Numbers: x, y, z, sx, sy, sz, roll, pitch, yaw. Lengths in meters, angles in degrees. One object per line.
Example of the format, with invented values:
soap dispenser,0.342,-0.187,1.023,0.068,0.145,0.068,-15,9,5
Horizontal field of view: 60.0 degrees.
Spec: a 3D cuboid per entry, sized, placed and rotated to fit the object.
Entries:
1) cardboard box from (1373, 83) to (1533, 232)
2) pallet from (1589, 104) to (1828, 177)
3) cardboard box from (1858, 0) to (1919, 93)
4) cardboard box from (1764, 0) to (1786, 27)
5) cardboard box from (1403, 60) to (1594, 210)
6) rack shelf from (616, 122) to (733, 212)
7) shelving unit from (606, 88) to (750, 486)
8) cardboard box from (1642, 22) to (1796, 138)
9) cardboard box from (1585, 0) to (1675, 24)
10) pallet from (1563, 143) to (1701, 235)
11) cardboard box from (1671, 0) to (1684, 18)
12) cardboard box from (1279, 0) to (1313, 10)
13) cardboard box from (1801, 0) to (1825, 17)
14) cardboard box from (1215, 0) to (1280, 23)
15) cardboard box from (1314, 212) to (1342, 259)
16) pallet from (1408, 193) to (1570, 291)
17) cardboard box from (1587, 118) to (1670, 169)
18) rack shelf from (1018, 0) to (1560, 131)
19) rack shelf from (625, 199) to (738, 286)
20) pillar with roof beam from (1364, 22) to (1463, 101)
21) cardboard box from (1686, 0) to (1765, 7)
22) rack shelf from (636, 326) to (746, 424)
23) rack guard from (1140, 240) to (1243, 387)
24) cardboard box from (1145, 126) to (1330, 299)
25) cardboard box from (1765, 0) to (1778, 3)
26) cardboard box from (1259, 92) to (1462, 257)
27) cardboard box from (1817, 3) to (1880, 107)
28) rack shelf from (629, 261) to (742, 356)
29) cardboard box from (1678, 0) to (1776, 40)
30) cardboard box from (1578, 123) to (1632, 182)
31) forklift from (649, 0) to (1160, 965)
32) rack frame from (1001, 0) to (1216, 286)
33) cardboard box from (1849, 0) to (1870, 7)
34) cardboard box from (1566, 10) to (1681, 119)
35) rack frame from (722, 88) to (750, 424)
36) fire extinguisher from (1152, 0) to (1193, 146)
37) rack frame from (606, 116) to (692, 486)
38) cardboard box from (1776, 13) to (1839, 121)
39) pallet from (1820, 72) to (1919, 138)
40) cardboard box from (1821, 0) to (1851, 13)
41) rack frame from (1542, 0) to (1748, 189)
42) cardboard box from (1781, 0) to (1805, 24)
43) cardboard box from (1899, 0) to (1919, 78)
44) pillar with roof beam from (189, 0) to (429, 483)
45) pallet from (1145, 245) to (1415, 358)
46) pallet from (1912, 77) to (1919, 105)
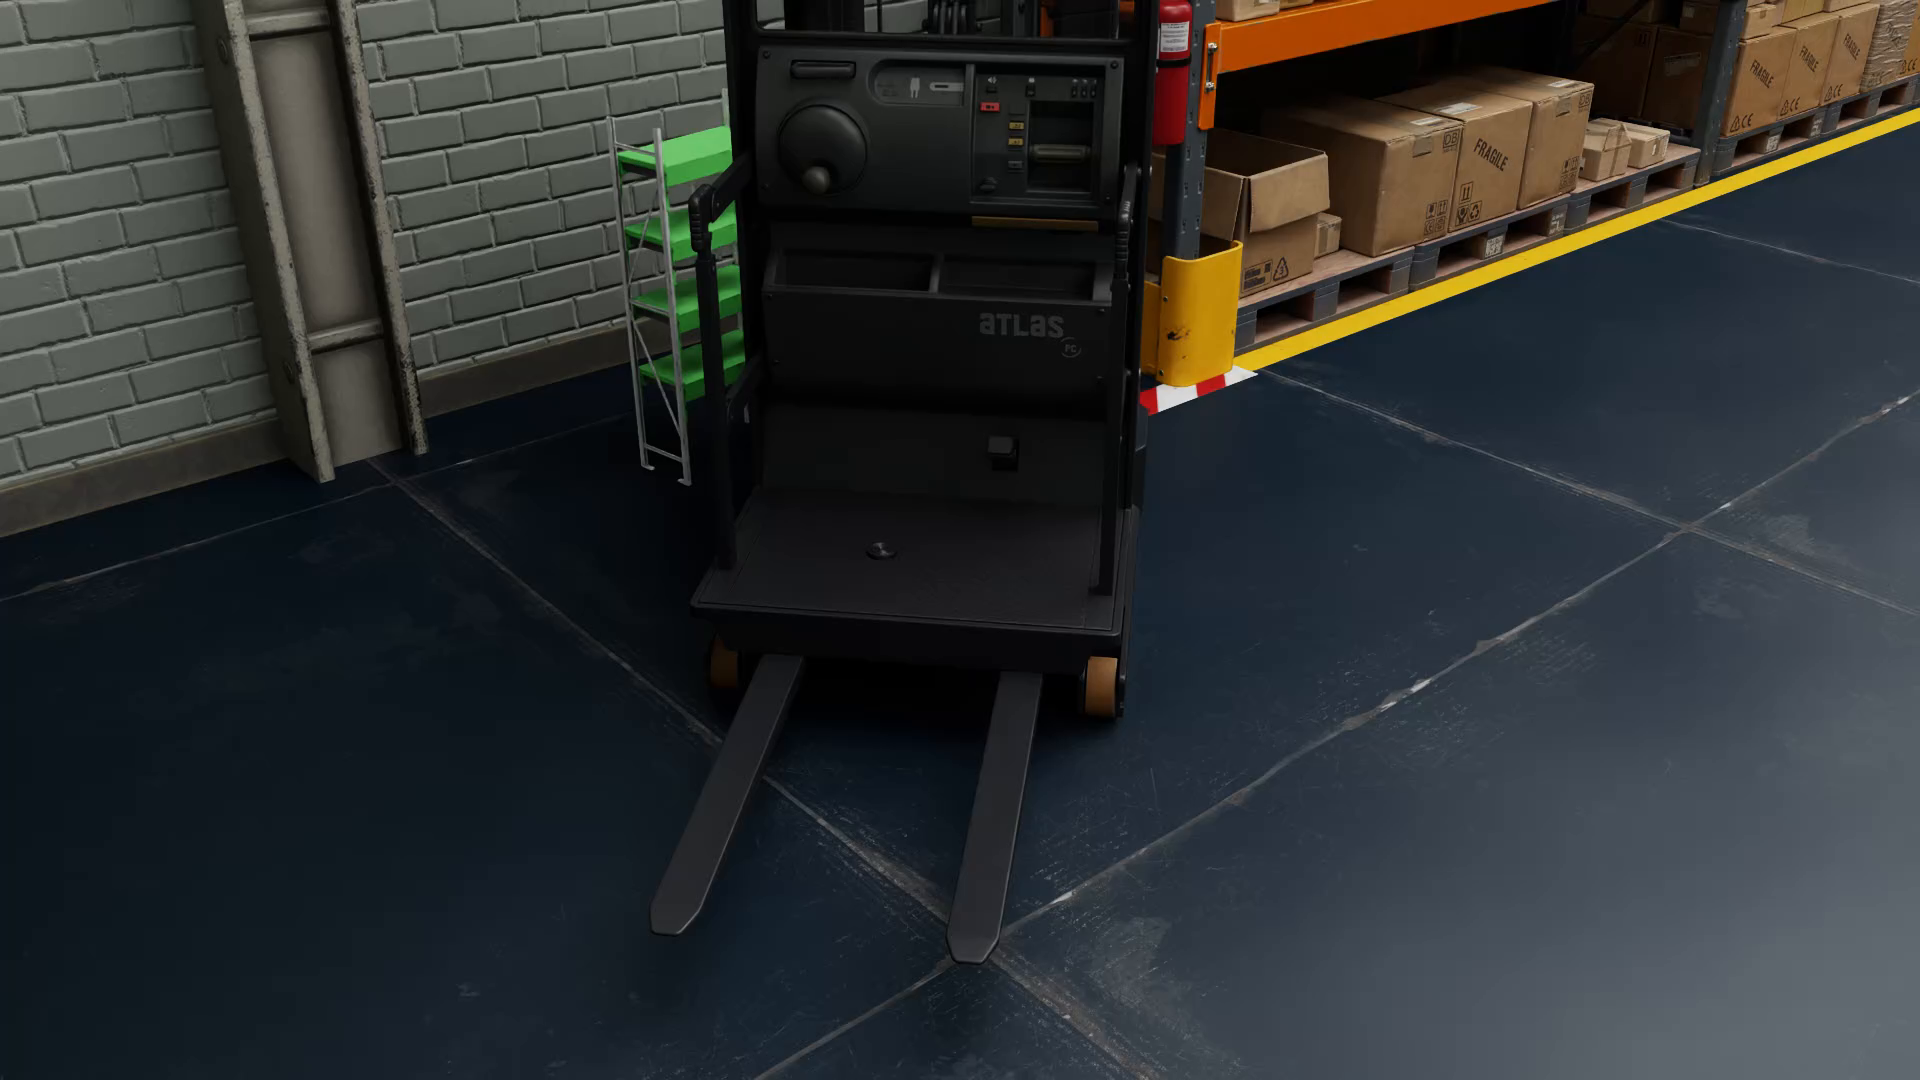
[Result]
cardboard box,2.196,-1.740,7.531,0.500,0.500,0.500,-21,35,-34
pallet,4.164,-2.387,9.493,1.213,0.211,1.003,-22,35,-35
cardboard box,5.264,-2.979,9.848,0.500,0.500,0.500,-23,36,-37
cardboard box,4.176,-2.850,8.919,0.250,0.149,0.380,-23,36,-36
cardboard box,2.519,-1.932,7.889,0.500,0.500,0.700,-23,36,-37
rack shelf,-0.847,-1.206,5.349,0.258,0.148,0.480,21,35,35
shelving unit,-0.845,-0.838,5.544,0.258,1.200,0.503,21,35,35
cardboard box,4.084,-2.505,8.961,0.500,0.500,0.500,-20,34,-33
cardboard box,3.663,-2.939,9.086,0.250,0.149,0.380,-24,36,-37
pallet,3.047,-1.915,8.610,1.213,0.211,1.003,-22,35,-35
cardboard box,3.859,-3.022,9.241,0.250,0.149,0.380,-22,35,-35
cardboard box,1.118,-2.117,6.295,0.250,0.149,0.380,-21,35,-34
cardboard box,4.563,-3.022,9.240,0.250,0.149,0.380,-23,35,-36
cardboard box,0.955,-2.022,6.118,0.250,0.149,0.380,-22,35,-35
cardboard box,1.402,-1.328,7.132,0.250,0.149,0.380,-24,36,-37
pallet,2.118,-1.540,7.908,1.213,0.211,1.003,-22,35,-35
cardboard box,3.337,-2.007,8.402,0.250,0.149,0.380,-23,36,-36
rack shelf,2.048,-2.426,7.370,4.000,0.370,1.077,-22,35,-35
rack shelf,-0.846,-0.994,5.461,0.258,0.148,0.480,21,35,35
pillar with roof beam,5.249,-4.567,4.249,0.400,9.000,9.100,-22,35,-35
cardboard box,3.976,-2.891,8.680,0.250,0.149,0.380,-23,35,-36
rack shelf,-0.844,-0.570,5.687,0.258,0.148,0.480,21,35,35
rack guard,0.585,-1.052,6.688,0.348,0.500,1.175,-22,35,-35
cardboard box,1.054,-1.368,6.831,0.637,0.503,0.797,-24,36,-37
cardboard box,4.182,-2.966,8.820,0.250,0.149,0.380,-24,36,-37
cardboard box,1.729,-1.614,7.295,0.500,0.500,0.700,-20,34,-33
cardboard box,4.865,-2.822,9.555,0.500,0.500,0.500,-23,36,-36
rack shelf,-0.845,-0.782,5.574,0.258,0.148,0.480,21,35,35
cardboard box,4.015,-2.738,8.709,0.250,0.149,0.380,-20,34,-33
cardboard box,3.065,-1.949,8.170,0.258,0.266,0.396,-20,34,-33
forklift,-0.084,-1.000,4.012,1.130,2.935,3.031,4,28,7
rack frame,0.527,-2.131,6.055,0.127,3.000,1.000,-22,35,-35
cardboard box,4.968,-3.160,9.498,0.250,0.149,0.380,-20,34,-33
cardboard box,3.751,-2.694,9.315,0.500,0.500,0.500,-22,35,-35
rack frame,-0.689,-0.926,5.709,0.240,1.200,0.015,21,35,35
fire extinguisher,0.715,-1.722,5.767,0.183,0.674,0.296,-22,35,-35
rack frame,-1.002,-0.750,5.379,0.240,1.200,0.015,21,35,35
cardboard box,4.482,-2.671,9.272,0.500,0.500,0.500,-22,35,-36
pallet,5.093,-2.762,10.195,1.213,0.211,1.003,-22,35,-35
cardboard box,4.778,-3.085,9.358,0.250,0.149,0.380,-22,35,-35
rack frame,3.570,-3.355,8.345,0.127,3.000,1.000,-22,35,-35
cardboard box,4.364,-2.933,9.074,0.250,0.149,0.380,-24,36,-37
cardboard box,5.647,-3.144,10.158,0.500,0.500,0.500,-20,34,-33
pillar with roof beam,0.685,-2.732,0.814,0.400,9.000,9.100,-22,35,-35
pallet,1.190,-1.169,7.213,1.213,0.211,1.003,-22,35,-35
pallet,6.020,-3.134,10.890,1.213,0.211,1.003,-22,35,-35
